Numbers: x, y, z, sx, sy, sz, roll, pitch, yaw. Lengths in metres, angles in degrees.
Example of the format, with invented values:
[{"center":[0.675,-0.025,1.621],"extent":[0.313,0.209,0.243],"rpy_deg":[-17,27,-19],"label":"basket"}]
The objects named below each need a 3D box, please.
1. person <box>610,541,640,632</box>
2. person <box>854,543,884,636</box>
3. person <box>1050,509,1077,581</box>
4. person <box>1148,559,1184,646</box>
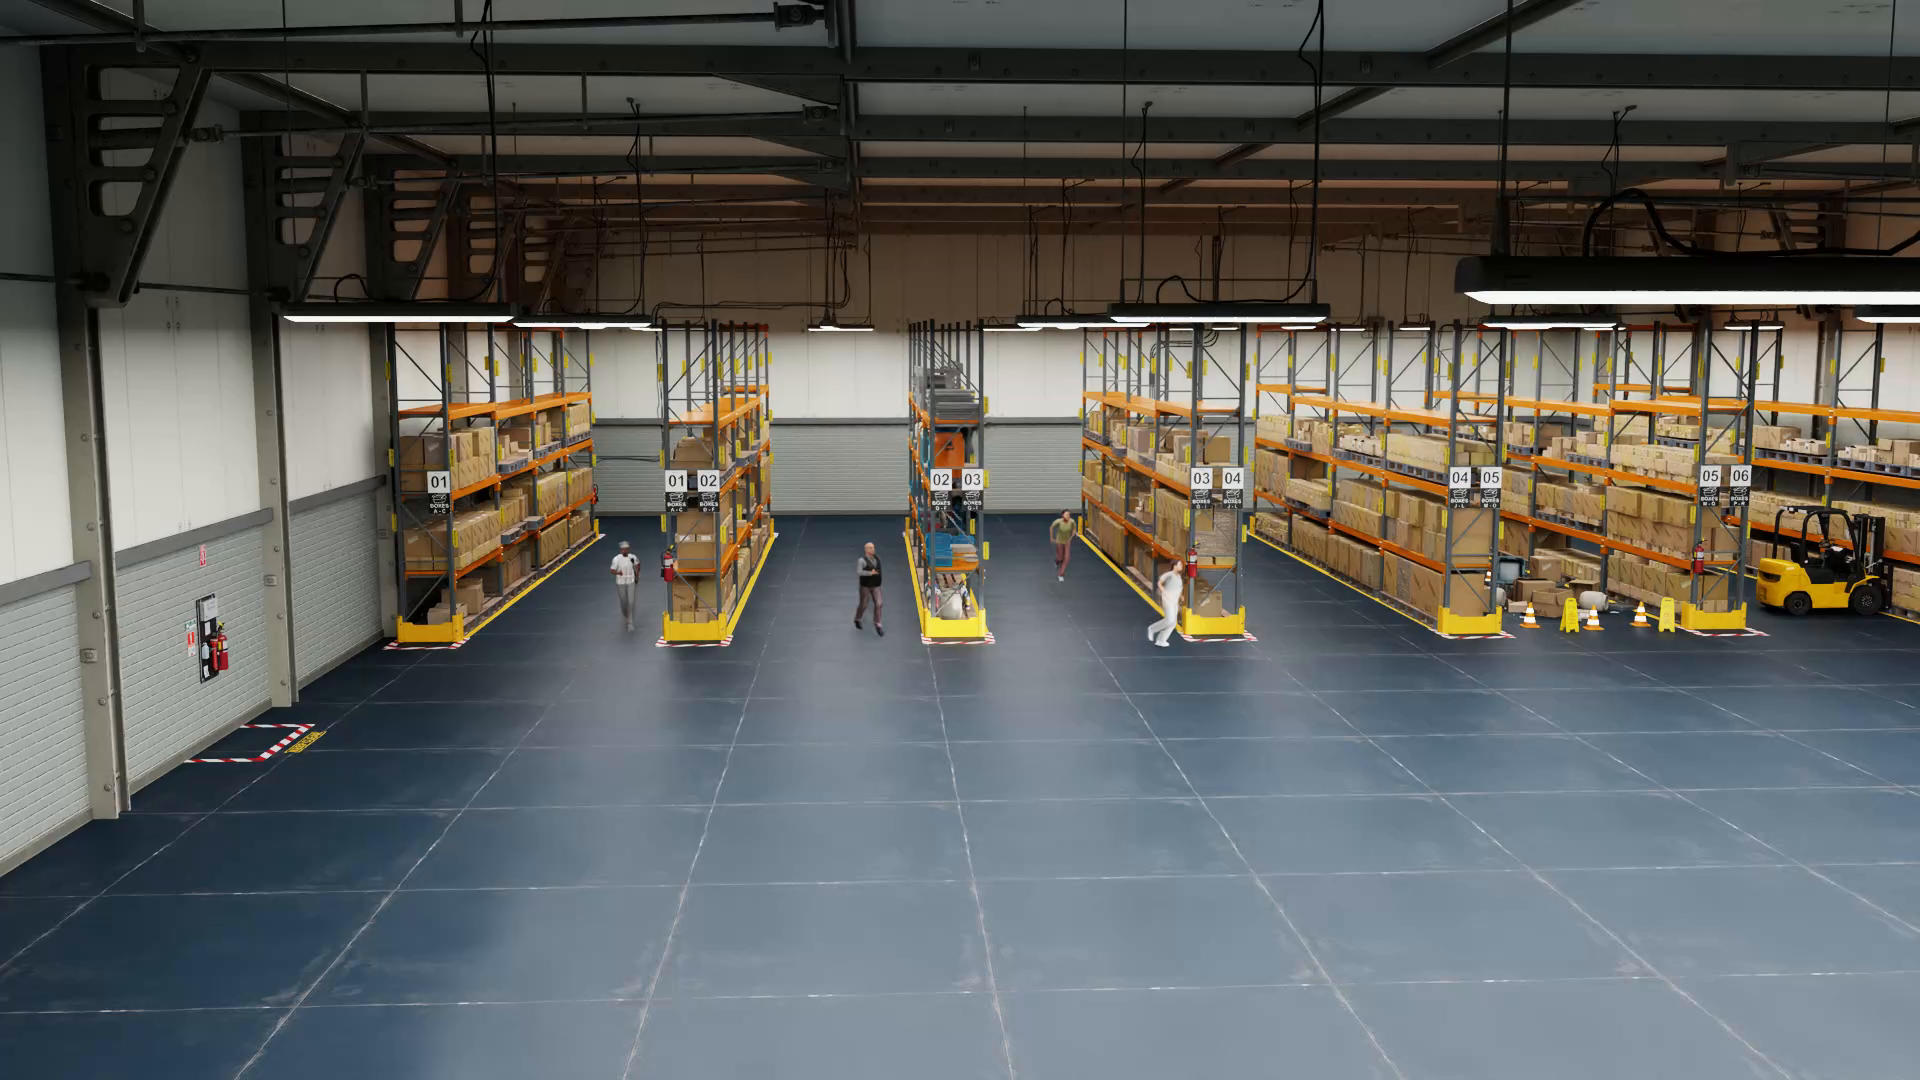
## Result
[{"center":[-6.519,0.876,32.406],"extent":[0.569,1.735,0.851],"rpy_deg":[-1,7,-9],"label":"person"},{"center":[-1.741,0.918,31.836],"extent":[0.635,1.753,0.907],"rpy_deg":[-4,8,-32],"label":"person"},{"center":[2.286,0.088,37.028],"extent":[0.575,1.610,0.735],"rpy_deg":[-2,7,-17],"label":"person"},{"center":[3.869,1.137,30.835],"extent":[0.578,1.595,0.649],"rpy_deg":[6,9,42],"label":"person"}]
